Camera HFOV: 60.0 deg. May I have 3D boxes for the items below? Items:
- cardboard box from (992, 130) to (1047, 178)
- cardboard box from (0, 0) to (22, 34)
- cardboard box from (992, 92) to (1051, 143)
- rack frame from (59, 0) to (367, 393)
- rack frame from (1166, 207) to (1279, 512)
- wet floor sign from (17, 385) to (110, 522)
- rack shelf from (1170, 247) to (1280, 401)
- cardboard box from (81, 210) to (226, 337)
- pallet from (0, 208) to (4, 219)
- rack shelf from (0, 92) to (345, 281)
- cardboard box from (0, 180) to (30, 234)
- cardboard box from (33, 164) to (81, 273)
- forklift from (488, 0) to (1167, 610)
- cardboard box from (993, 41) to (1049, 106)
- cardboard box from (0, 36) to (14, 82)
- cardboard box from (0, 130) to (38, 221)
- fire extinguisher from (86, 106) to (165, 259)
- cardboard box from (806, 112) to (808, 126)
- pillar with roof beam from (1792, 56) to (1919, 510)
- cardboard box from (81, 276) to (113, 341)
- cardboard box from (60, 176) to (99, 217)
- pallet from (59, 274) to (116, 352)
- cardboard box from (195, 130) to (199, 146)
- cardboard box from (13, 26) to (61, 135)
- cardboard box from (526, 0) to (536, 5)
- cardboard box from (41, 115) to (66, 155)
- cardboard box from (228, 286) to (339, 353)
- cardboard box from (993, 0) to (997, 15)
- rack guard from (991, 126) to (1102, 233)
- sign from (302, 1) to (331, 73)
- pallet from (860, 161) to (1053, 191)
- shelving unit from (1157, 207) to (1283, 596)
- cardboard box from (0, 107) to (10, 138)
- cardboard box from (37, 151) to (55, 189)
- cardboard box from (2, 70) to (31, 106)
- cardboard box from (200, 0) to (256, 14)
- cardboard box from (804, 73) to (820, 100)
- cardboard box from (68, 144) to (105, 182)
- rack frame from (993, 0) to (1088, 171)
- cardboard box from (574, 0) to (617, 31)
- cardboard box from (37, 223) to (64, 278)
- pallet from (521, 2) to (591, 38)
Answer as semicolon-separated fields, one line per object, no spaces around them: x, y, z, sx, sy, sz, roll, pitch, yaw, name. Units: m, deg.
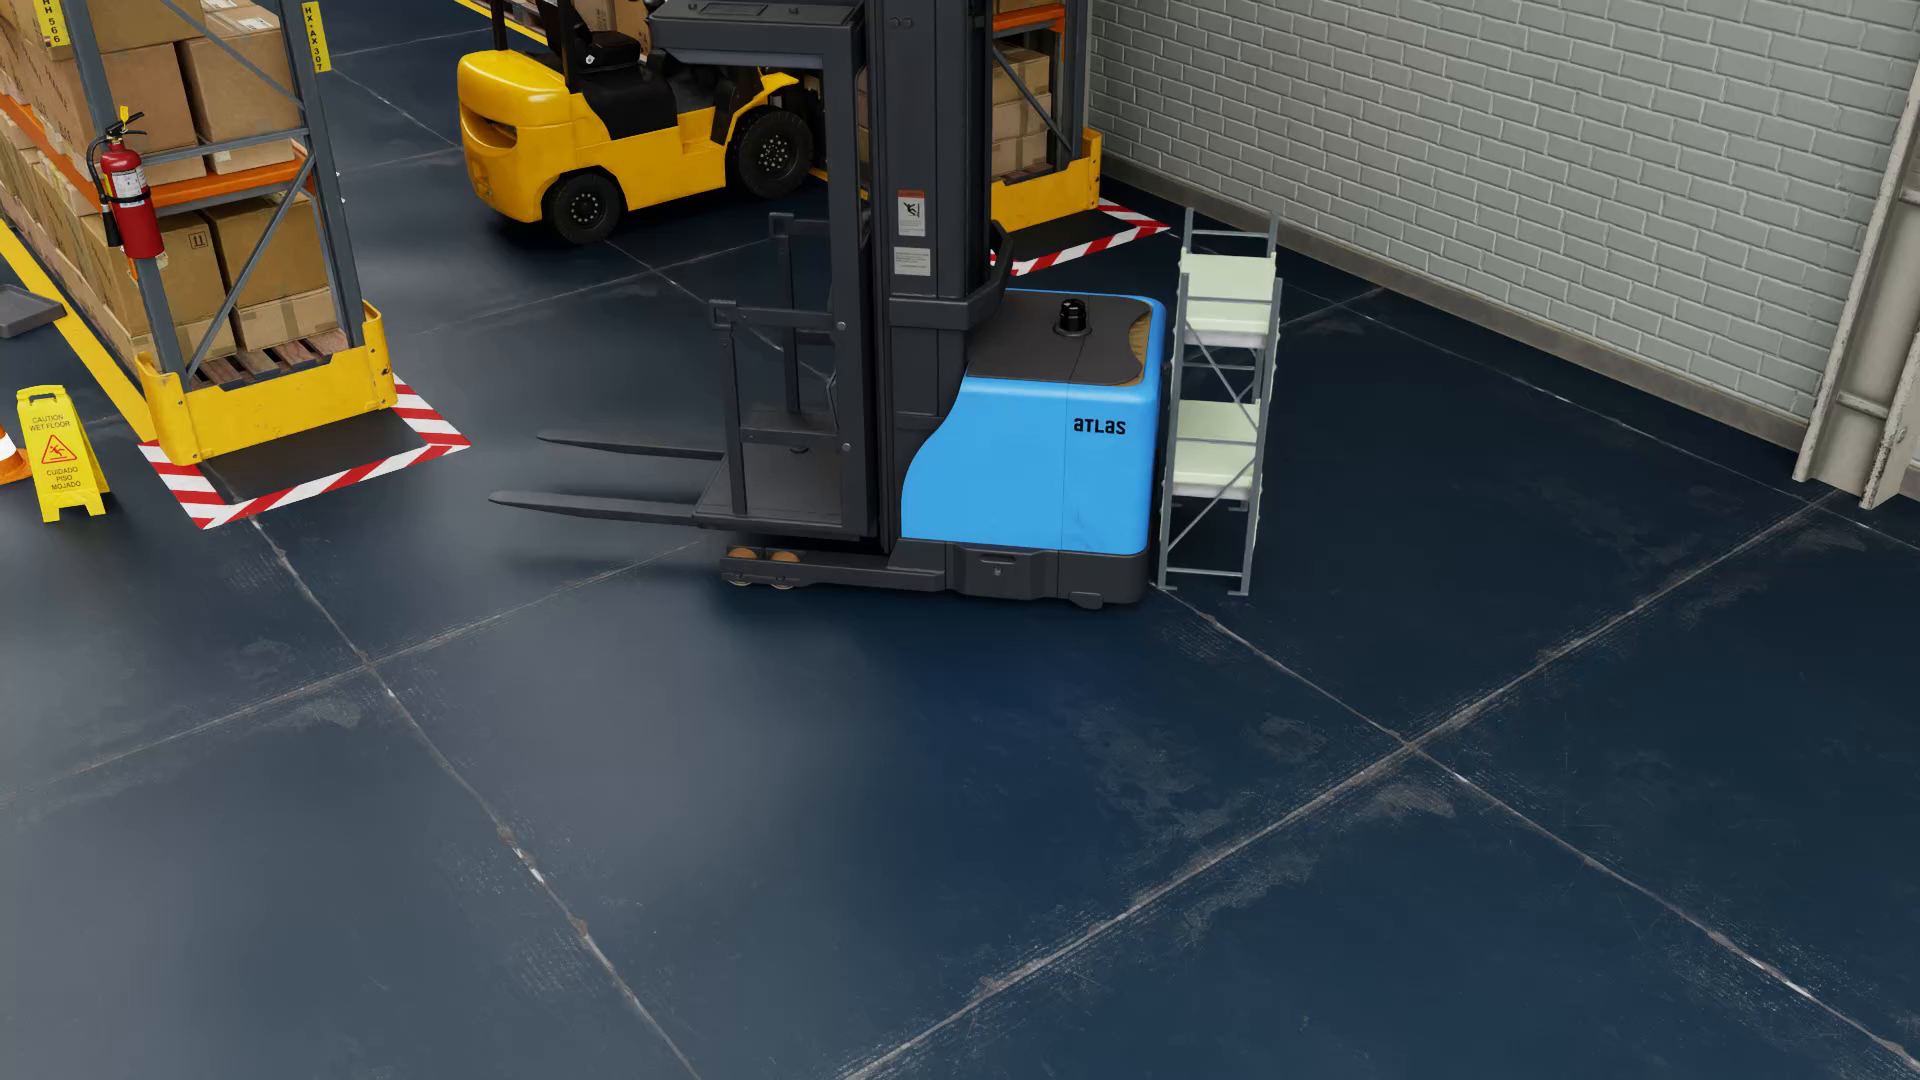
0.253;-2.746;11.537;0.500;0.250;0.500;-22;38;-31;cardboard box
-4.309;-2.810;8.106;0.700;0.500;0.500;-22;38;-31;cardboard box
0.275;-2.954;11.397;0.500;0.250;0.500;-21;38;-31;cardboard box
-3.519;-1.860;7.903;1.000;3.000;0.127;-22;38;-31;rack frame
1.180;-0.791;7.601;0.400;1.500;0.023;4;32;7;rack frame
-4.248;-0.435;7.839;0.267;0.644;0.232;-10;33;-15;wet floor sign
1.128;-0.931;7.088;0.431;0.370;0.720;4;32;7;rack shelf
-4.216;-1.439;8.721;0.500;0.500;0.500;-22;38;-31;cardboard box
-6.451;-2.667;11.844;1.003;0.211;1.213;-22;38;-31;pallet
-4.746;-2.388;9.434;1.077;0.370;4.000;-22;38;-31;rack shelf
-5.823;-2.205;10.665;0.500;0.250;0.500;-24;39;-33;cardboard box
-4.843;-1.868;9.412;0.500;0.500;0.500;-23;39;-32;cardboard box
-0.623;-1.295;7.058;3.031;2.935;1.130;5;32;7;forklift
0.254;-3.165;11.263;0.500;0.250;0.500;-23;39;-32;cardboard box
-4.973;-2.804;9.044;0.500;0.500;0.500;-22;38;-31;cardboard box
-5.486;-2.304;10.114;0.500;0.500;0.500;-21;37;-30;cardboard box
-3.813;-1.631;7.606;0.296;0.674;0.183;-22;38;-31;fire extinguisher
-1.072;-3.203;12.272;0.500;0.250;0.500;-21;38;-30;cardboard box
0.963;-2.705;3.576;9.100;9.000;0.400;-22;38;-31;pillar with roof beam
-4.539;-1.339;9.271;0.500;0.250;0.500;-22;38;-31;cardboard box
-4.495;-1.846;8.761;0.380;0.149;0.250;-21;38;-30;cardboard box
-4.780;-1.566;10.071;1.003;0.211;1.213;-22;38;-31;pallet
-3.730;-2.063;8.467;0.380;0.149;0.250;-22;38;-31;cardboard box
-4.373;-2.377;8.357;0.500;0.500;0.500;-22;38;-31;cardboard box
-3.728;-5.438;15.515;0.875;0.625;0.625;-21;37;-30;cardboard box
-4.482;-2.121;8.561;0.380;0.149;0.250;-22;38;-31;cardboard box
-3.795;-1.296;9.203;0.500;0.250;0.500;-23;38;-32;cardboard box
-0.110;-3.631;10.658;0.500;0.500;0.500;-23;39;-32;cardboard box
0.414;-2.396;11.134;1.175;0.500;0.348;-22;38;-31;rack guard
-3.091;-2.404;7.957;0.100;0.325;0.005;-22;38;-31;sign
-0.103;-2.589;11.718;1.003;0.211;1.213;-22;38;-31;pallet
1.128;-0.600;7.294;0.431;1.500;0.755;4;32;7;shelving unit
-5.478;-2.514;9.837;0.380;0.149;0.250;-21;37;-30;cardboard box
-4.806;-2.062;9.109;0.380;0.149;0.250;-21;37;-29;cardboard box
-5.079;-2.554;9.257;0.380;0.149;0.250;-22;38;-32;cardboard box
-3.911;-2.531;8.606;0.500;0.500;0.500;-21;38;-30;cardboard box
-0.778;-3.213;11.815;0.500;0.250;0.500;-23;39;-32;cardboard box
-4.160;-1.910;8.221;0.380;0.149;0.250;-23;38;-32;cardboard box
0.400;-3.468;10.491;1.000;3.000;0.127;-22;38;-31;rack frame
-2.852;-4.844;14.560;0.875;0.625;0.625;-23;38;-32;cardboard box
-5.160;-1.766;9.958;0.500;0.250;0.500;-23;38;-32;cardboard box
-3.288;-4.754;15.204;1.003;0.211;1.213;-22;38;-31;pallet
